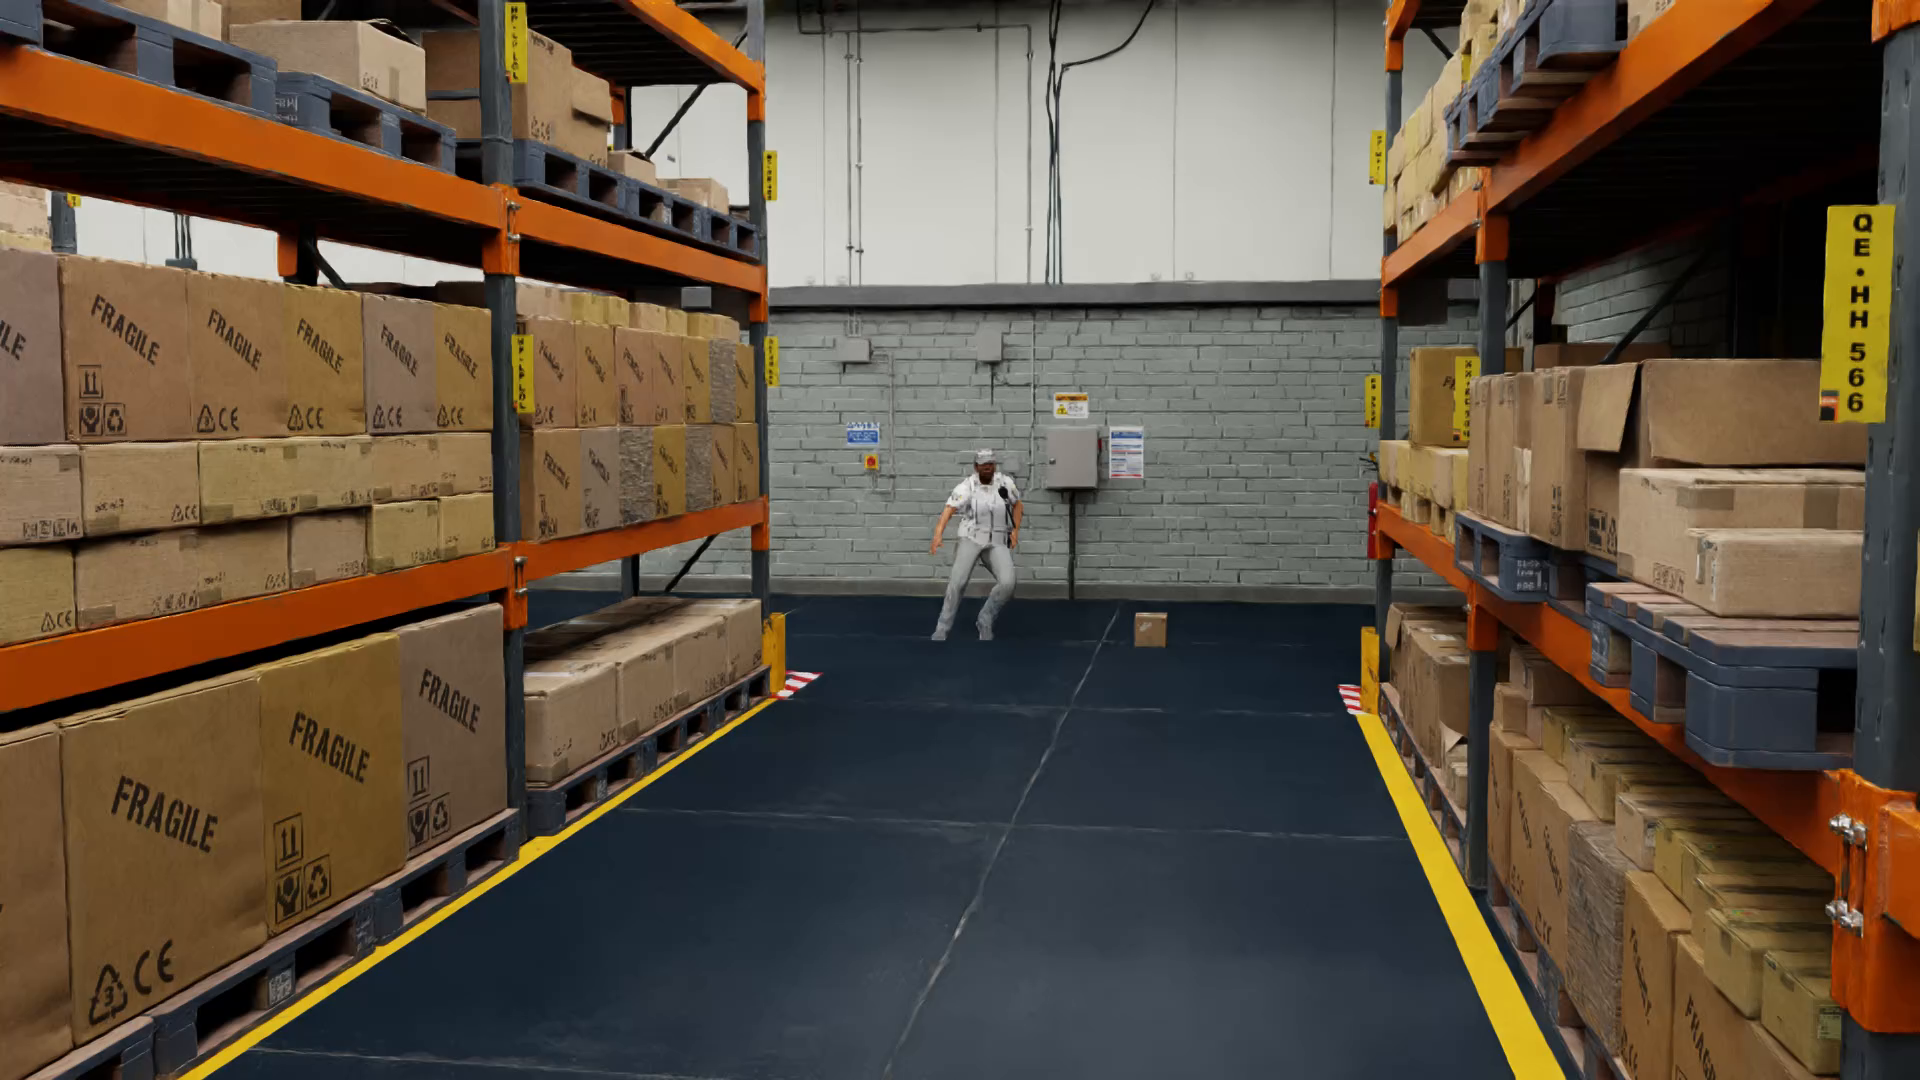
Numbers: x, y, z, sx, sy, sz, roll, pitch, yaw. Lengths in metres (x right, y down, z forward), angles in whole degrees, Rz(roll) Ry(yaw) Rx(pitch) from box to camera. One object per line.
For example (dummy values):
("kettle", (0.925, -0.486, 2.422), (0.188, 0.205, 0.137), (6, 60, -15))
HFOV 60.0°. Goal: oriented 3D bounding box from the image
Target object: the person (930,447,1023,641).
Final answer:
("person", (0.127, 0.051, 13.624), (0.864, 1.618, 0.523), (-2, 5, -19))
